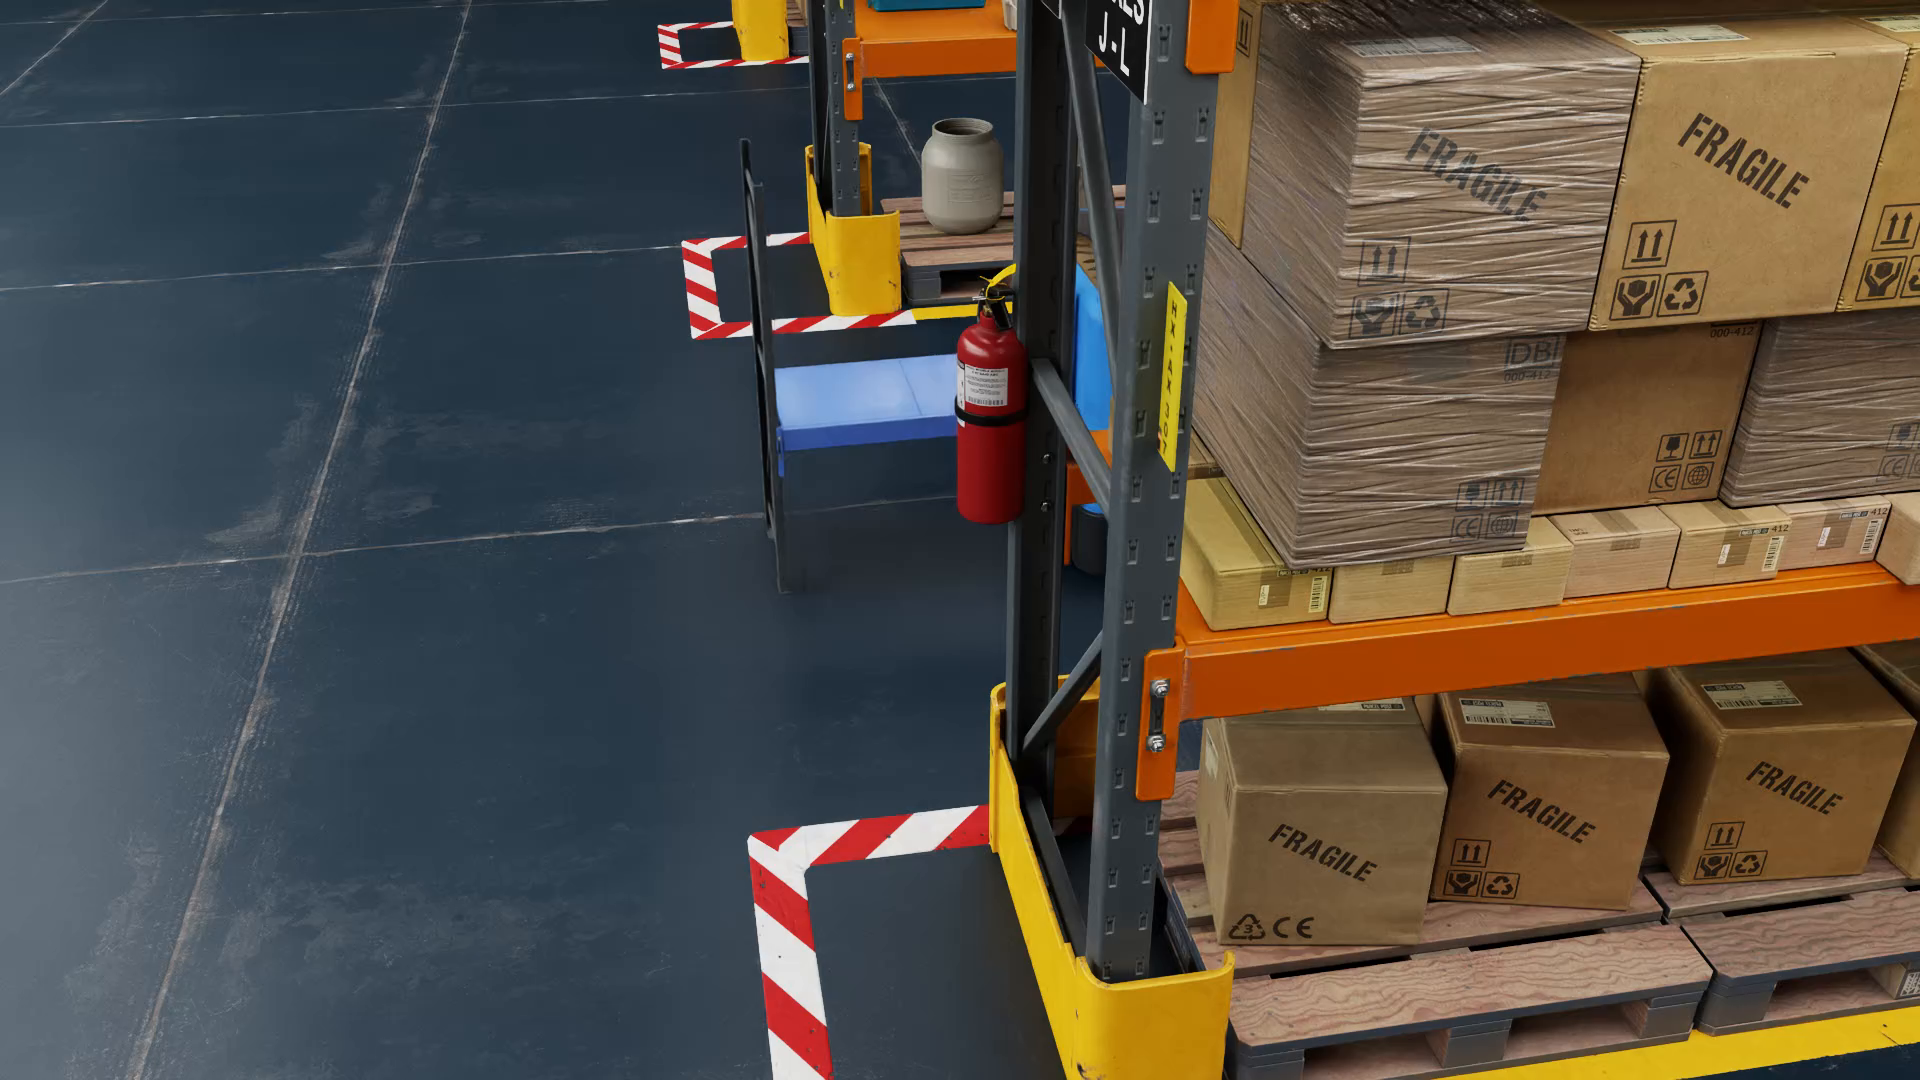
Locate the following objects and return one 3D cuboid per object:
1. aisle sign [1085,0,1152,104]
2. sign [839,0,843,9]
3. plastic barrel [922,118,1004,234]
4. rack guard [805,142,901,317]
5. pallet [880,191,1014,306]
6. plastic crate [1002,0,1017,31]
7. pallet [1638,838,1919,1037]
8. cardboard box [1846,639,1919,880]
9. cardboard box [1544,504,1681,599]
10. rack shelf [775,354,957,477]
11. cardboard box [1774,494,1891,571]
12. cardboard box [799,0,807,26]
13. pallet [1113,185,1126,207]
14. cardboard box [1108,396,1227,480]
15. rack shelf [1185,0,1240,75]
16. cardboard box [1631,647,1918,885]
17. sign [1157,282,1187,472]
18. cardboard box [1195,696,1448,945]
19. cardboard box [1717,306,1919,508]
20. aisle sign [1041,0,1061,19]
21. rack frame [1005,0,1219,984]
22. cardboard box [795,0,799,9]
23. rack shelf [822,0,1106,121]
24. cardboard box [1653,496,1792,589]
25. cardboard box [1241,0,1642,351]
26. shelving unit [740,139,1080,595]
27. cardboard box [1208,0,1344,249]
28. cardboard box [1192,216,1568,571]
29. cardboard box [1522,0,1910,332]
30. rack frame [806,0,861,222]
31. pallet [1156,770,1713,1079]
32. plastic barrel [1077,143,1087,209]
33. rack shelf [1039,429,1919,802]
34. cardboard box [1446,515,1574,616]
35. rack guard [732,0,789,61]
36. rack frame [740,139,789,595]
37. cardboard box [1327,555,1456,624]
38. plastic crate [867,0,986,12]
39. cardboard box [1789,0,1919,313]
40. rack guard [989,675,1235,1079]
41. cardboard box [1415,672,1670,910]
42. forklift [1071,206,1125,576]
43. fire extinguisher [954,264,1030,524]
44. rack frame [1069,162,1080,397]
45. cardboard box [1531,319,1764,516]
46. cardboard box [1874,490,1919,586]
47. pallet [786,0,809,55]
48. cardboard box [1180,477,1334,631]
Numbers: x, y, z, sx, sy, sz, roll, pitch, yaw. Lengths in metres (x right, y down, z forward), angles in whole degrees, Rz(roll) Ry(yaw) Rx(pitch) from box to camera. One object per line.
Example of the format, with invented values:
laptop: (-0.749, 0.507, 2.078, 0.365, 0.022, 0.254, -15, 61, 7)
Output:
aisle sign: (0.266, -1.147, 2.677, 0.004, 0.787, 0.394, -5, 31, -9)
sign: (-0.524, -2.496, 7.263, 0.005, 0.325, 0.100, -5, 31, -9)
plastic barrel: (0.014, -1.858, 8.491, 0.421, 0.512, 0.421, 0, 30, 0)
rack guard: (-0.553, -1.604, 8.485, 0.348, 0.500, 1.175, -5, 31, -9)
pallet: (0.247, -1.551, 8.680, 1.213, 0.211, 1.003, -5, 31, -9)
plastic crate: (0.319, -2.459, 7.733, 0.250, 0.136, 0.298, -5, 31, -9)
pallet: (2.351, 0.847, 4.601, 1.213, 0.211, 1.003, -5, 31, -9)
cardboard box: (2.648, 0.518, 4.462, 0.500, 0.500, 0.500, -8, 31, -13)
cardboard box: (1.336, -0.043, 3.611, 0.250, 0.149, 0.380, -5, 31, -9)
rack shelf: (-0.177, -0.472, 5.928, 1.000, 0.185, 0.538, -6, 31, -10)
cardboard box: (1.825, -0.098, 3.706, 0.250, 0.149, 0.380, -5, 31, -9)
cardboard box: (-0.940, -4.055, 12.486, 0.500, 0.250, 0.500, -5, 31, -9)
pallet: (1.445, -1.661, 8.866, 1.213, 0.211, 1.003, -5, 31, -9)
cardboard box: (0.516, -0.203, 3.883, 0.250, 0.149, 0.380, -5, 31, -9)
rack shelf: (2.240, -1.347, 3.333, 4.000, 0.370, 1.077, -5, 31, -9)
cardboard box: (2.091, 0.547, 4.413, 0.500, 0.500, 0.500, -3, 31, -4)
sign: (0.371, -0.285, 2.921, 0.005, 0.325, 0.100, -5, 31, -9)
cardboard box: (0.890, 0.666, 4.210, 0.500, 0.500, 0.500, 0, 30, 0)
cardboard box: (1.789, -0.519, 3.782, 0.500, 0.500, 0.875, -5, 31, -9)
aisle sign: (0.158, -1.447, 3.186, 0.004, 0.787, 0.394, -5, 31, -9)
rack frame: (0.273, -0.182, 3.600, 0.127, 3.000, 1.000, -5, 31, -9)
cardboard box: (-1.033, -4.313, 12.925, 0.500, 0.250, 0.500, -5, 31, -9)
rack shelf: (1.348, -2.524, 8.293, 4.000, 0.370, 1.077, -5, 31, -9)
cardboard box: (1.584, -0.062, 3.644, 0.250, 0.149, 0.380, -5, 31, -9)
cardboard box: (0.863, -0.699, 3.100, 0.500, 0.500, 0.500, -5, 31, -9)
shelving unit: (-0.177, -0.627, 5.836, 1.048, 1.500, 0.538, -6, 31, -10)
cardboard box: (0.769, -0.958, 3.541, 0.500, 0.500, 0.500, -5, 31, -9)
cardboard box: (0.819, -0.390, 3.561, 0.500, 0.500, 0.875, -5, 31, -9)
cardboard box: (1.356, -0.741, 3.172, 0.500, 0.500, 0.500, -5, 31, -9)
rack frame: (-0.619, -2.651, 7.800, 0.127, 3.000, 1.000, -5, 31, -9)
pallet: (1.153, 0.957, 4.415, 1.213, 0.211, 1.003, -5, 31, -9)
plastic barrel: (0.508, -1.904, 8.569, 0.421, 0.512, 0.421, 0, 30, 0)
rack shelf: (2.240, -0.054, 4.093, 4.000, 0.370, 1.077, -5, 31, -9)
cardboard box: (1.094, -0.009, 3.555, 0.250, 0.149, 0.380, -5, 31, -9)
rack guard: (-1.531, -4.042, 12.630, 0.348, 0.500, 1.175, -5, 31, -9)
rack frame: (-0.675, -0.576, 5.750, 0.032, 1.500, 0.500, -6, 31, -10)
cardboard box: (0.846, 0.006, 3.528, 0.250, 0.149, 0.380, -5, 31, -9)
plastic crate: (-0.181, -2.782, 8.169, 0.616, 0.251, 0.499, -5, 31, -9)
cardboard box: (1.848, -0.787, 3.251, 0.500, 0.500, 0.500, -5, 31, -9)
rack guard: (0.348, 0.889, 4.246, 0.348, 0.500, 1.175, -5, 31, -9)
cardboard box: (1.472, 0.594, 4.332, 0.500, 0.500, 0.500, 2, 31, 4)
forklift: (1.812, -1.475, 5.867, 3.031, 2.935, 1.130, -6, 31, -10)
fire extinguisher: (0.077, -0.368, 3.993, 0.183, 0.674, 0.296, -5, 31, -9)
rack frame: (0.321, -0.678, 5.923, 0.032, 1.500, 0.500, -6, 31, -10)
cardboard box: (1.289, -0.495, 3.741, 0.500, 0.500, 0.875, -5, 31, -9)
cardboard box: (2.089, -0.069, 3.657, 0.250, 0.149, 0.380, -5, 31, -9)
pallet: (-0.763, -4.010, 12.861, 1.213, 0.211, 1.003, -5, 31, -9)
cardboard box: (0.596, 0.019, 3.506, 0.250, 0.149, 0.380, -5, 31, -9)
